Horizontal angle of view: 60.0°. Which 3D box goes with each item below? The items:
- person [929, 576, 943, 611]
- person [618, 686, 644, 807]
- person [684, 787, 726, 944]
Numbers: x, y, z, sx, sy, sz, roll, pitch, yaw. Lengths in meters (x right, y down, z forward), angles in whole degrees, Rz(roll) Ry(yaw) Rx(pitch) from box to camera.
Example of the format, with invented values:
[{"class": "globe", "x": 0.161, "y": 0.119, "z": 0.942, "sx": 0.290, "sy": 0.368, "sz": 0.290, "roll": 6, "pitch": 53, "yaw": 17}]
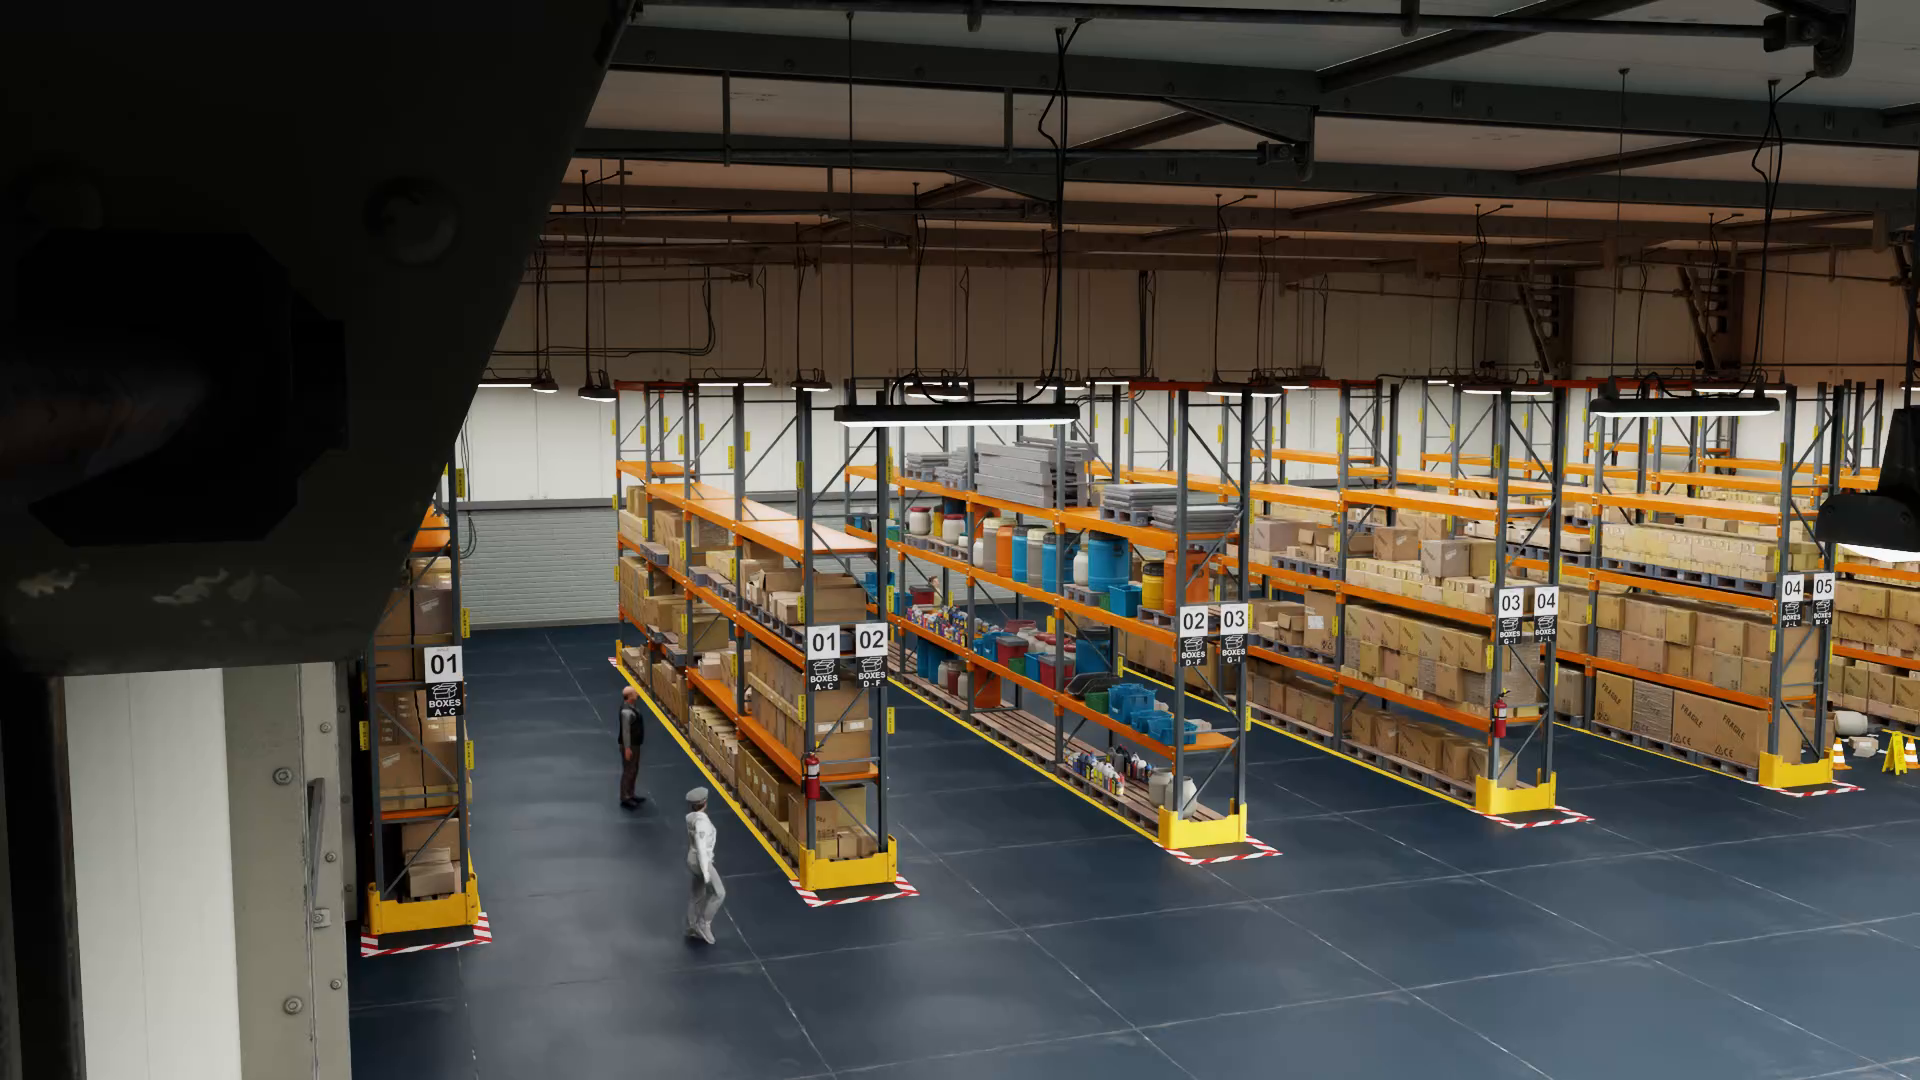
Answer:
[{"class": "person", "x": -0.520, "y": 1.631, "z": 36.698, "sx": 0.538, "sy": 1.686, "sz": 0.475, "roll": 4, "pitch": 7, "yaw": 30}, {"class": "person", "x": -4.727, "y": 2.951, "z": 23.899, "sx": 0.361, "sy": 1.729, "sz": 0.633, "roll": 0, "pitch": 6, "yaw": -1}, {"class": "person", "x": -2.803, "y": 3.560, "z": 18.226, "sx": 0.487, "sy": 1.719, "sz": 0.530, "roll": 0, "pitch": 6, "yaw": -2}]
